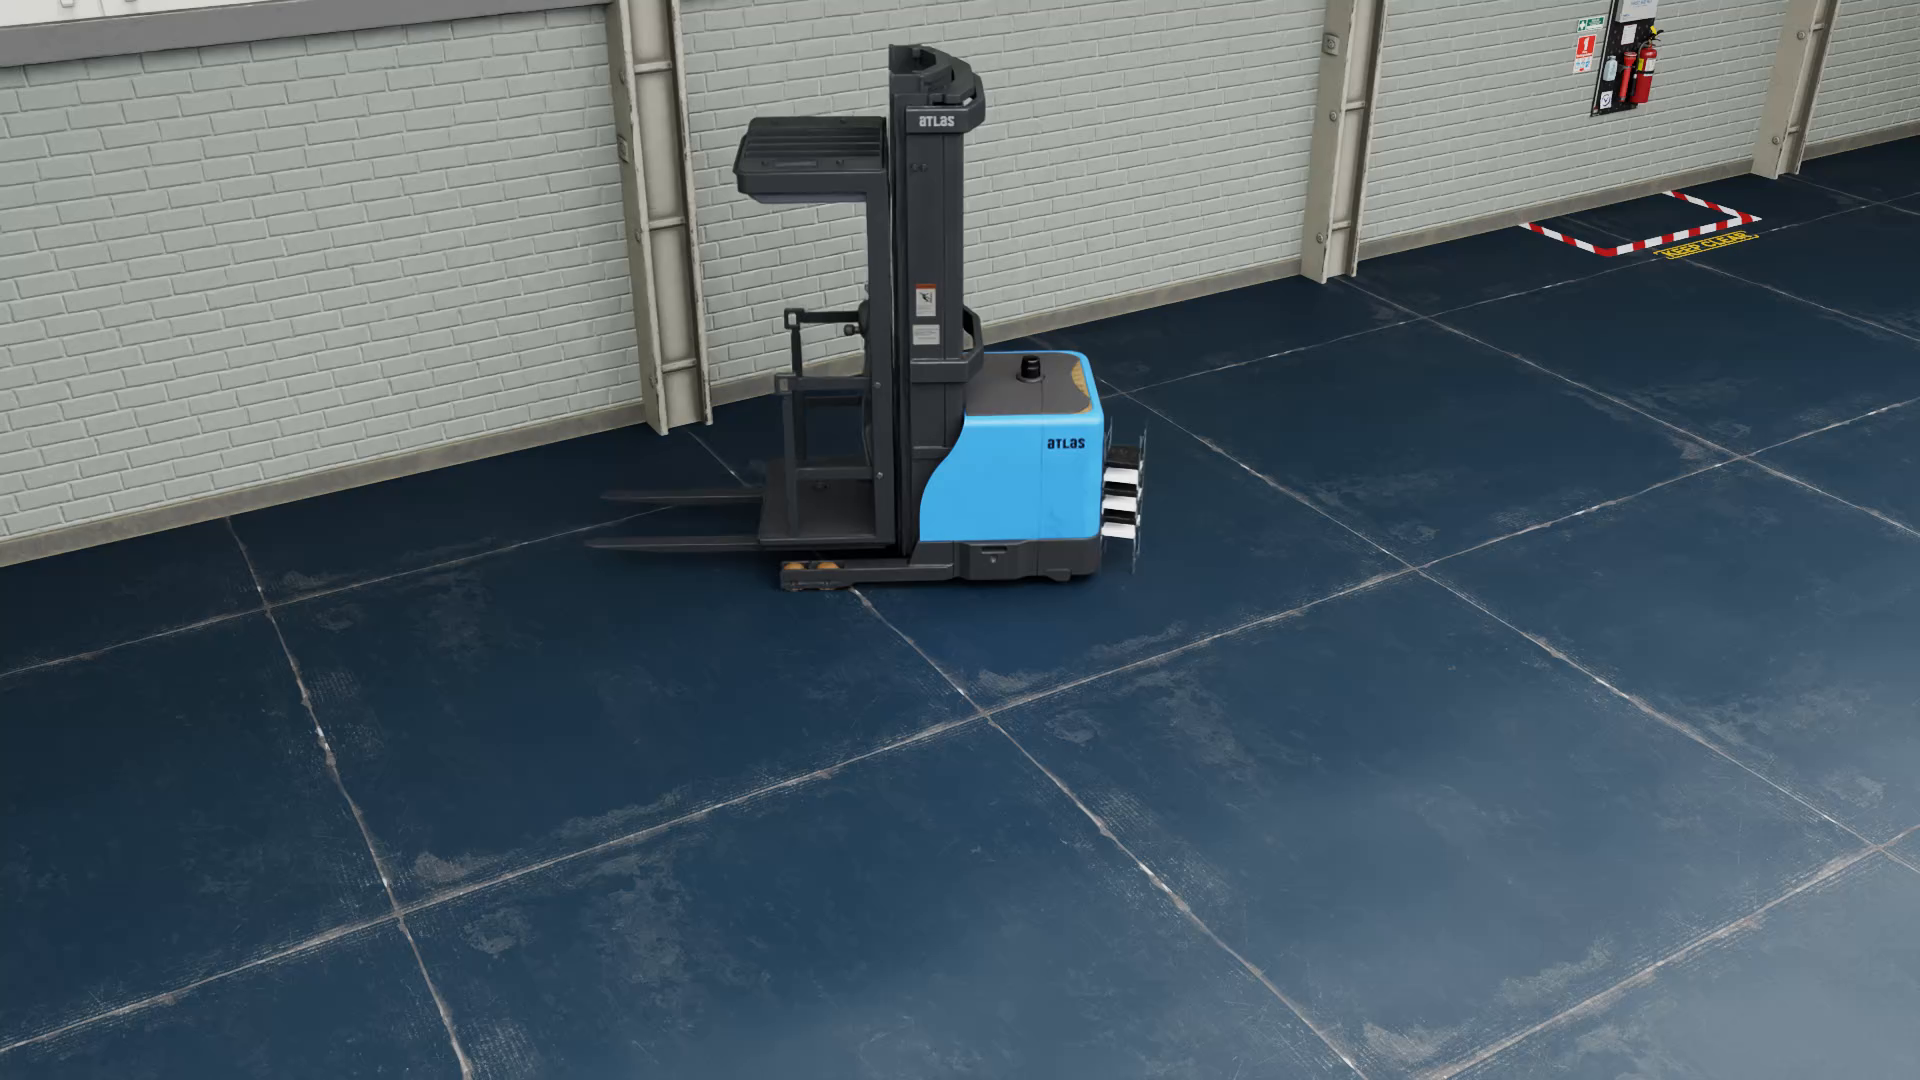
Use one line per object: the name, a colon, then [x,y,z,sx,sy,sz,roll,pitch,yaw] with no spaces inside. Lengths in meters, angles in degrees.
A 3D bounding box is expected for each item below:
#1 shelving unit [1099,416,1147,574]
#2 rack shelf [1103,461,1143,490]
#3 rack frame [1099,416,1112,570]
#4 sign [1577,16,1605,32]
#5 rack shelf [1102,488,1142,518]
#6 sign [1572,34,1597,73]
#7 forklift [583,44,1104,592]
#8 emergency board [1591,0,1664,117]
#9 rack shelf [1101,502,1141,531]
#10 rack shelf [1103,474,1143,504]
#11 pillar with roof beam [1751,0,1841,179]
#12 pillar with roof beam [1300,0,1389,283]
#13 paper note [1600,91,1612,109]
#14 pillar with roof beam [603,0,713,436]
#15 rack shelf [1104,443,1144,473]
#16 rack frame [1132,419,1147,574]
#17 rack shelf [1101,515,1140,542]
shelving unit: [0.957,-0.262,9.793,0.210,0.900,0.258,7,30,12]
rack shelf: [0.957,-0.390,9.722,0.200,0.077,0.258,7,30,12]
rack frame: [0.859,-0.273,9.813,0.006,0.900,0.240,7,30,12]
sign: [5.688,-4.652,14.989,0.331,0.109,0.001,-16,33,-26]
rack shelf: [0.957,-0.233,9.809,0.200,0.077,0.258,7,30,12]
sign: [5.679,-4.422,15.122,0.234,0.329,0.001,-16,33,-26]
forklift: [-0.706,-1.242,9.468,3.031,2.935,1.130,-1,29,-2]
emergency board: [6.208,-4.499,15.298,0.643,1.169,0.194,-16,33,-26]
rack shelf: [0.958,-0.154,9.852,0.200,0.077,0.258,7,30,12]
rack shelf: [0.957,-0.311,9.765,0.200,0.077,0.258,7,30,12]
pillar with roof beam: [10.539,-5.921,11.666,0.400,9.000,9.100,-16,33,-26]
pillar with roof beam: [5.366,-4.452,9.005,0.400,9.000,9.100,-16,33,-26]
paper note: [6.021,-4.099,15.484,0.142,0.148,0.016,-16,33,-26]
pillar with roof beam: [0.193,-2.984,6.343,0.400,9.000,9.100,-16,33,-26]
rack shelf: [0.957,-0.469,9.678,0.200,0.077,0.258,7,30,12]
rack frame: [1.056,-0.250,9.772,0.006,0.900,0.240,7,30,12]
rack shelf: [0.958,-0.075,9.896,0.200,0.077,0.258,7,30,12]
